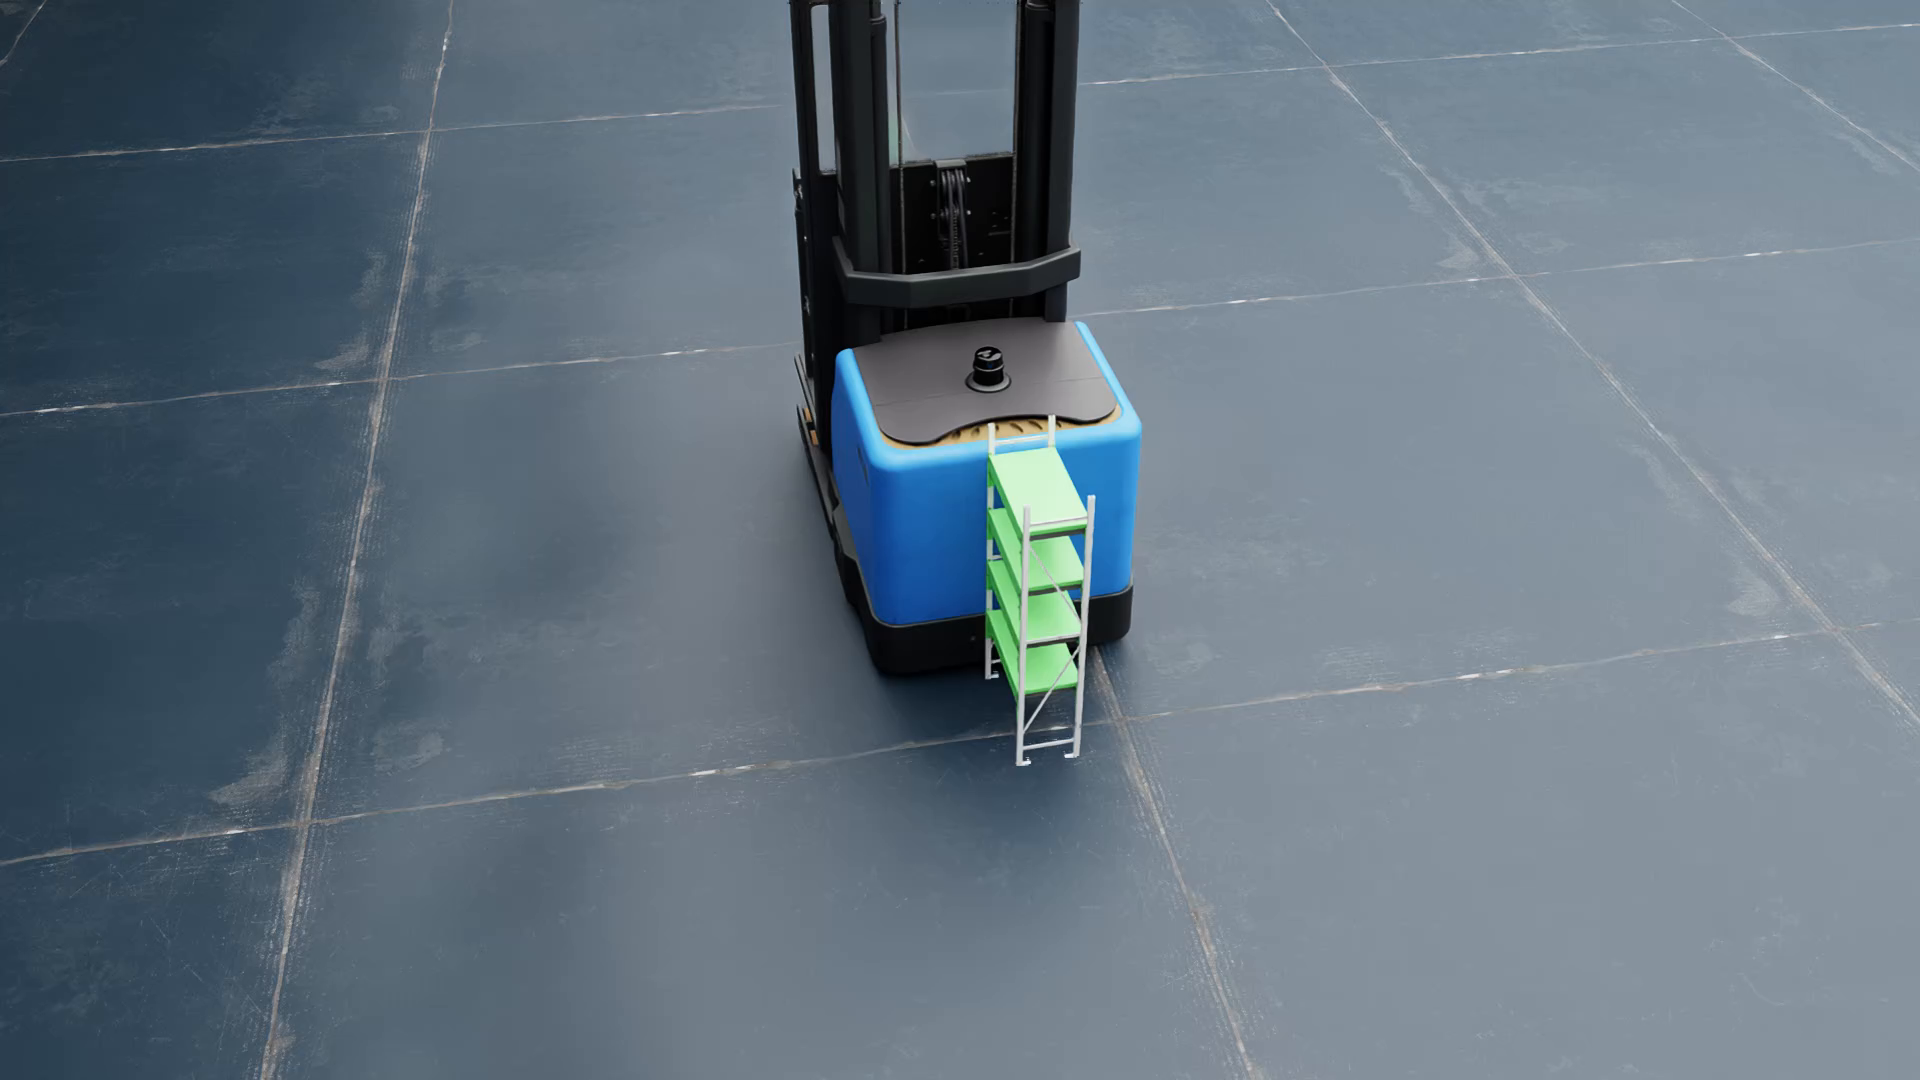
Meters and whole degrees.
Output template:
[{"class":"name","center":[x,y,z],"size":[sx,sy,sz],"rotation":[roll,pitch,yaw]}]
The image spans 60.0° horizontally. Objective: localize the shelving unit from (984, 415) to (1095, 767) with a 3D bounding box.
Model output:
[{"class":"shelving unit","center":[0.272,0.201,6.013],"size":[0.258,1.200,0.503],"rotation":[-8,39,-10]}]

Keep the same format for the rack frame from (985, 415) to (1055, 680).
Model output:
[{"class":"rack frame","center":[0.217,0.055,6.201],"size":[0.240,1.200,0.015],"rotation":[-8,39,-10]}]

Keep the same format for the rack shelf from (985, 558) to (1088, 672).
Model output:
[{"class":"rack shelf","center":[0.272,0.251,6.053],"size":[0.258,0.148,0.480],"rotation":[-8,39,-10]}]

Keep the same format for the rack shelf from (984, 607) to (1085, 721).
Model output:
[{"class":"rack shelf","center":[0.272,0.441,6.200],"size":[0.258,0.148,0.480],"rotation":[-8,39,-10]}]

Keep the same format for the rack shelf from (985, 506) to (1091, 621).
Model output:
[{"class":"rack shelf","center":[0.272,0.062,5.905],"size":[0.258,0.148,0.480],"rotation":[-8,39,-10]}]

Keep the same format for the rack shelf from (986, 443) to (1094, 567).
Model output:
[{"class":"rack shelf","center":[0.272,-0.128,5.758],"size":[0.258,0.148,0.480],"rotation":[-8,39,-10]}]

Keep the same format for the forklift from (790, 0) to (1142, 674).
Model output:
[{"class":"forklift","center":[-0.145,-1.544,6.849],"size":[1.130,2.935,3.031],"rotation":[-8,39,-10]}]

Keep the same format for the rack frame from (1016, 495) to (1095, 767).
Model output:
[{"class":"rack frame","center":[0.326,0.347,5.826],"size":[0.240,1.200,0.015],"rotation":[-8,39,-10]}]
